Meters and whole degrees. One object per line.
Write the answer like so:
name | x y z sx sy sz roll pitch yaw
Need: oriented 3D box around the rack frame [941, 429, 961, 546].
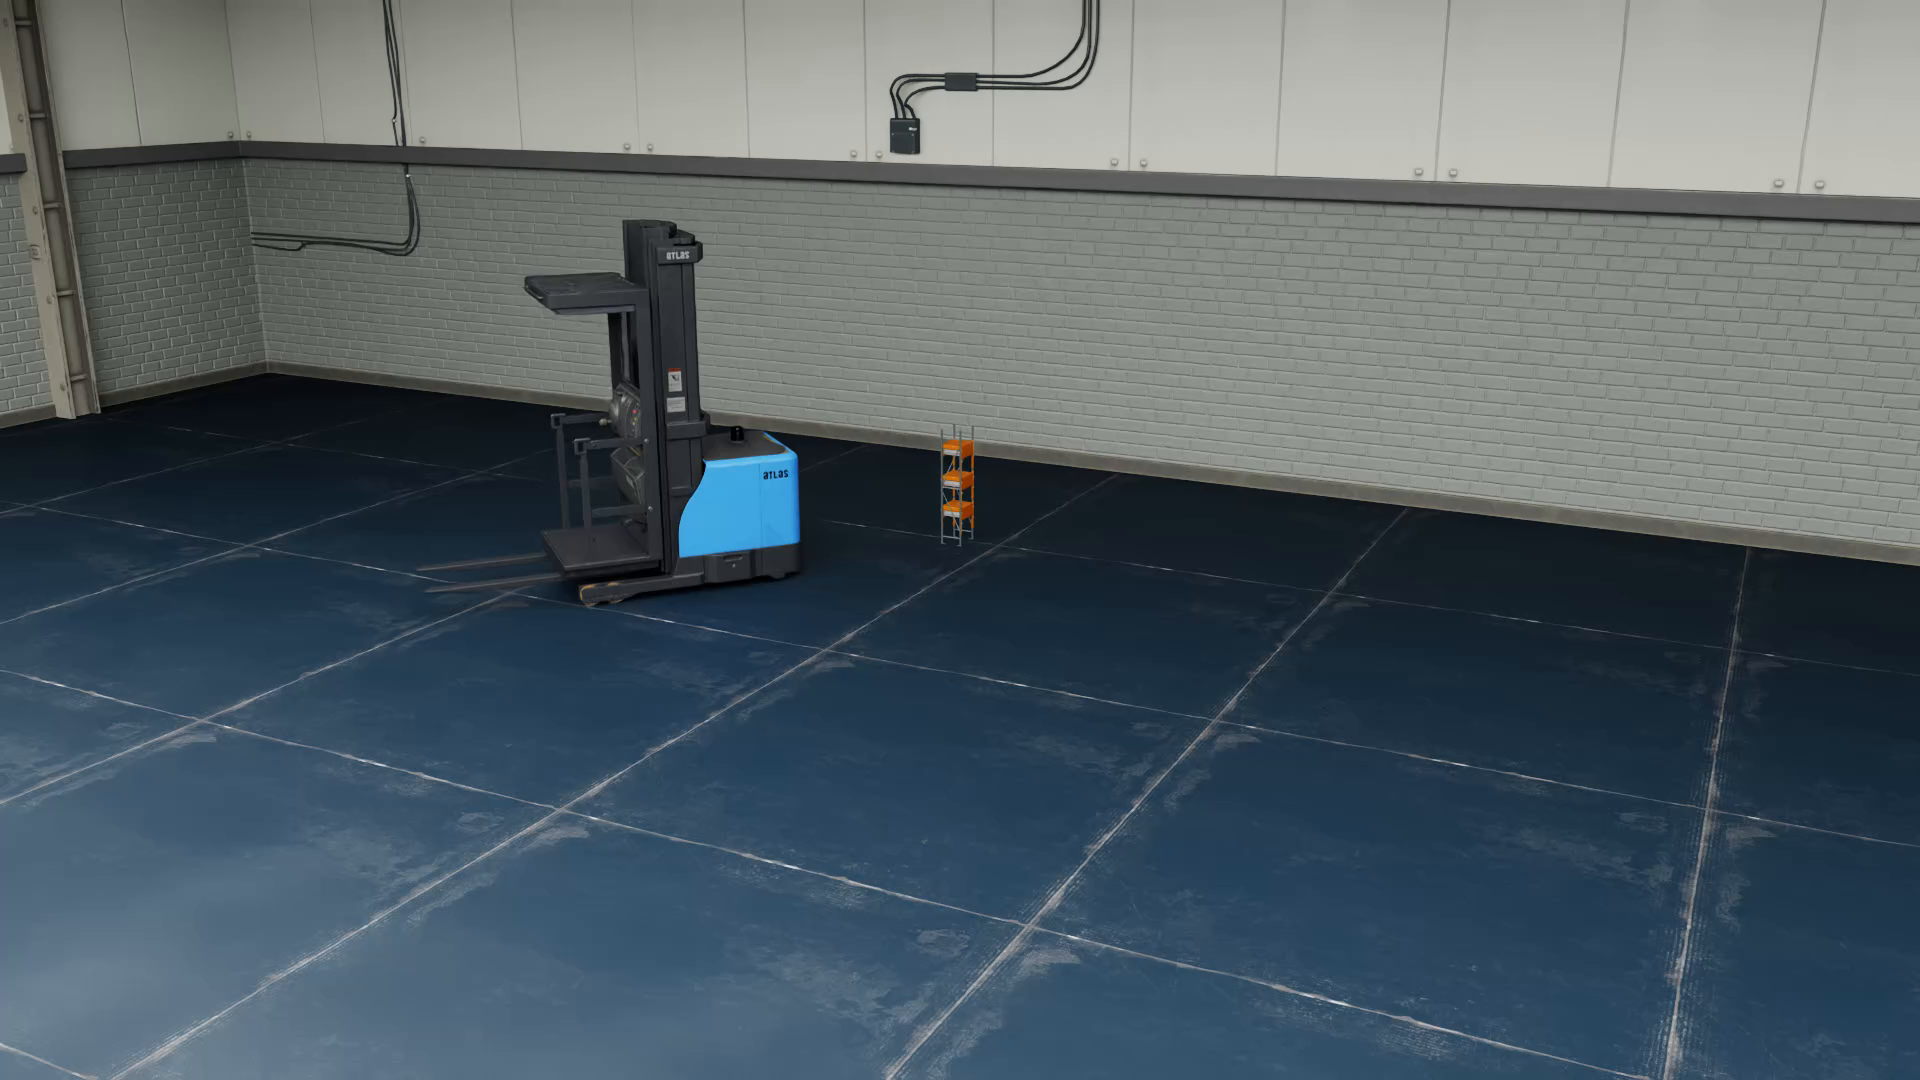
rack frame | -0.078 -0.459 14.724 0.200 1.050 0.008 8 18 25

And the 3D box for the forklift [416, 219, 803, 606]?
forklift | -2.886 -1.048 13.405 3.031 2.935 1.130 -7 18 -22

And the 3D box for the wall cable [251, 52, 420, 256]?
wall cable | -8.178 -4.927 21.260 3.097 2.526 0.112 8 18 25

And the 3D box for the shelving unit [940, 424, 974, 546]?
shelving unit | -0.024 -0.490 14.829 0.215 1.050 0.252 8 18 25

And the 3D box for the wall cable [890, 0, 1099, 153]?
wall cable | 0.308 -6.834 16.254 2.305 6.003 0.169 8 18 25

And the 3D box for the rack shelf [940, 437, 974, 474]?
rack shelf | -0.024 -0.752 14.751 0.215 0.259 0.240 8 18 25

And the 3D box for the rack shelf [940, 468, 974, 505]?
rack shelf | -0.024 -0.479 14.832 0.215 0.259 0.240 8 18 25

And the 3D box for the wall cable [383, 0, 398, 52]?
wall cable | -5.758 -7.003 19.382 3.097 2.526 0.112 8 18 25

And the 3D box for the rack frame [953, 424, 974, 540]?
rack frame | 0.031 -0.521 14.934 0.200 1.050 0.008 8 18 25

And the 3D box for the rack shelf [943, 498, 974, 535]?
rack shelf | -0.024 -0.213 14.911 0.215 0.259 0.240 8 18 25

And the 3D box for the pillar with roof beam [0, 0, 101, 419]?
pillar with roof beam | -6.826 -5.285 17.014 9.100 9.000 0.400 8 18 25
